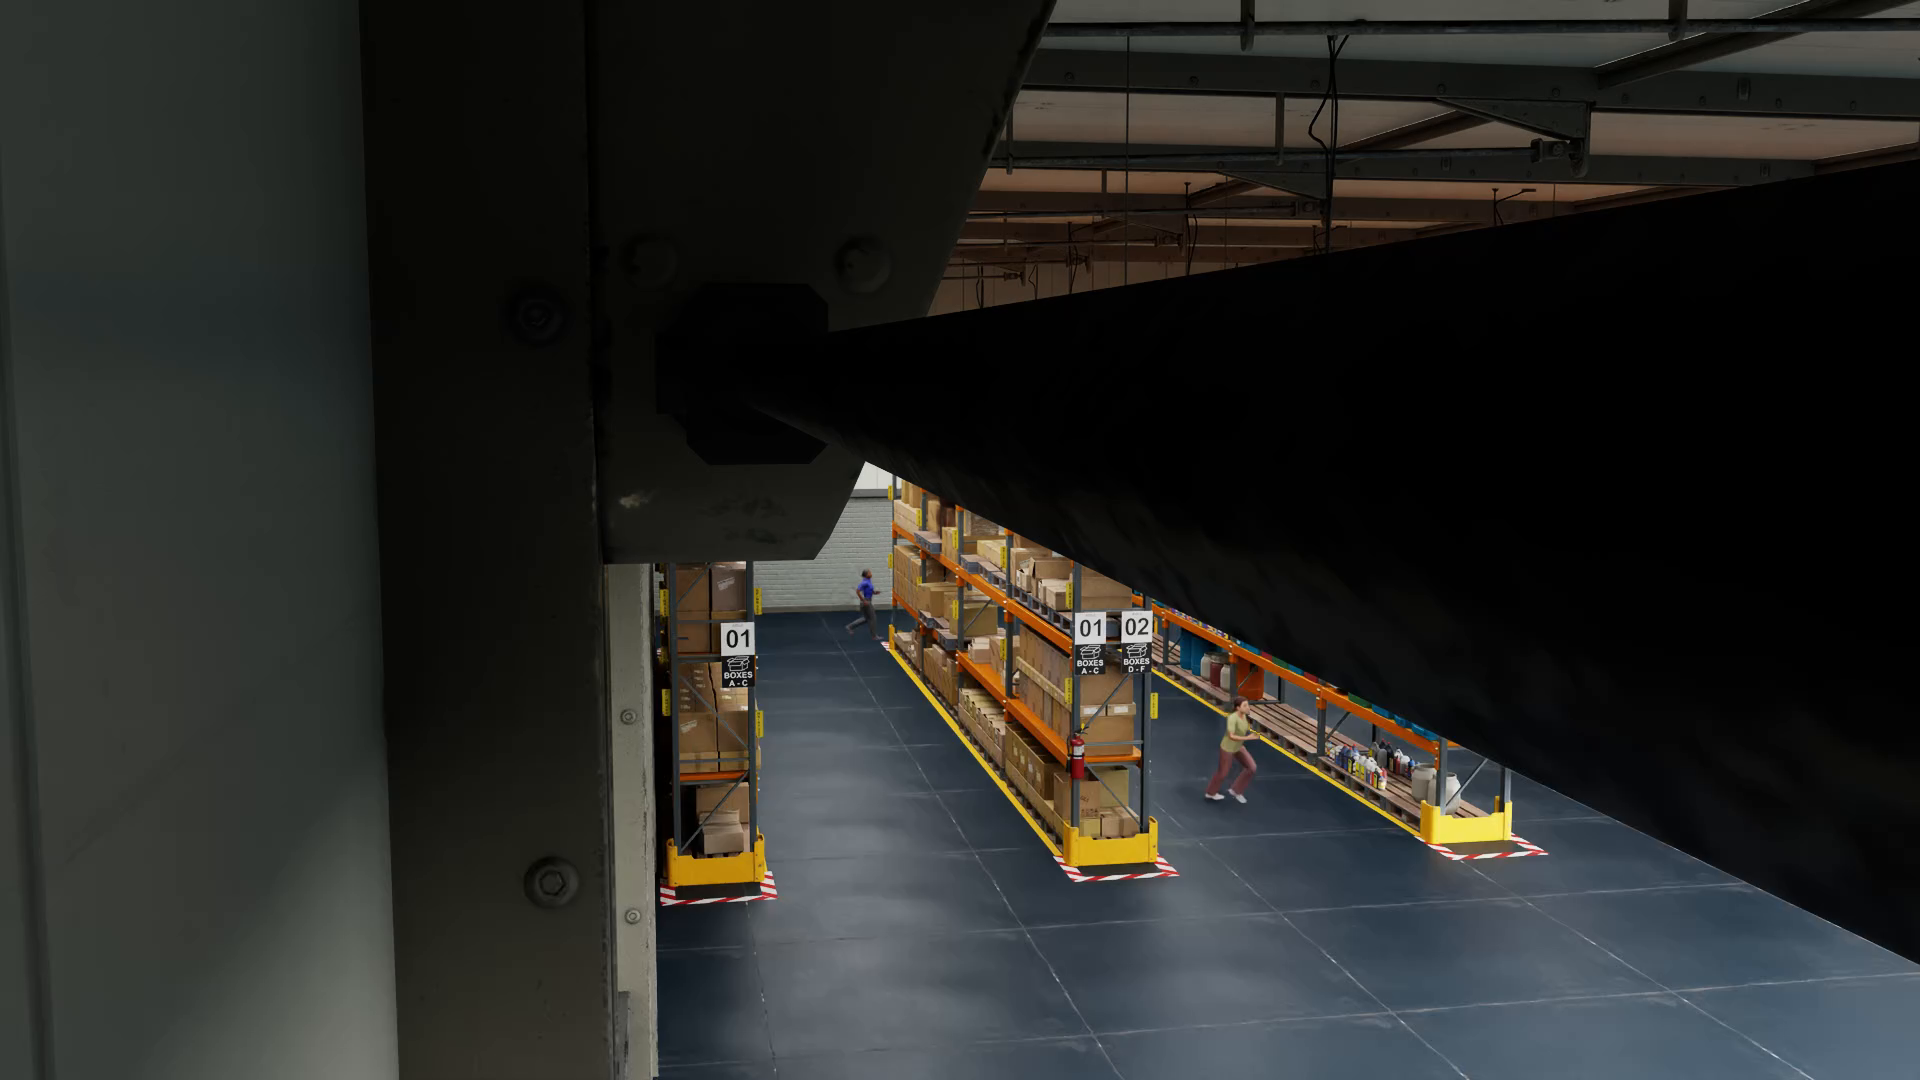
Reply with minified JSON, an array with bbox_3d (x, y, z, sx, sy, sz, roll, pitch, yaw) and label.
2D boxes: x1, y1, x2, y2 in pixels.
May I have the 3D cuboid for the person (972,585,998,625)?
[{"bbox_3d":[0.481,1.410,37.280,0.972,1.793,0.673,5,8,38],"label":"person"}]

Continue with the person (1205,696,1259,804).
[{"bbox_3d":[3.893,2.981,23.656,0.908,1.593,0.577,6,9,45],"label":"person"}]

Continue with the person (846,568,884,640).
[{"bbox_3d":[-2.156,1.450,37.512,0.858,1.634,0.564,-1,6,-5],"label":"person"}]
